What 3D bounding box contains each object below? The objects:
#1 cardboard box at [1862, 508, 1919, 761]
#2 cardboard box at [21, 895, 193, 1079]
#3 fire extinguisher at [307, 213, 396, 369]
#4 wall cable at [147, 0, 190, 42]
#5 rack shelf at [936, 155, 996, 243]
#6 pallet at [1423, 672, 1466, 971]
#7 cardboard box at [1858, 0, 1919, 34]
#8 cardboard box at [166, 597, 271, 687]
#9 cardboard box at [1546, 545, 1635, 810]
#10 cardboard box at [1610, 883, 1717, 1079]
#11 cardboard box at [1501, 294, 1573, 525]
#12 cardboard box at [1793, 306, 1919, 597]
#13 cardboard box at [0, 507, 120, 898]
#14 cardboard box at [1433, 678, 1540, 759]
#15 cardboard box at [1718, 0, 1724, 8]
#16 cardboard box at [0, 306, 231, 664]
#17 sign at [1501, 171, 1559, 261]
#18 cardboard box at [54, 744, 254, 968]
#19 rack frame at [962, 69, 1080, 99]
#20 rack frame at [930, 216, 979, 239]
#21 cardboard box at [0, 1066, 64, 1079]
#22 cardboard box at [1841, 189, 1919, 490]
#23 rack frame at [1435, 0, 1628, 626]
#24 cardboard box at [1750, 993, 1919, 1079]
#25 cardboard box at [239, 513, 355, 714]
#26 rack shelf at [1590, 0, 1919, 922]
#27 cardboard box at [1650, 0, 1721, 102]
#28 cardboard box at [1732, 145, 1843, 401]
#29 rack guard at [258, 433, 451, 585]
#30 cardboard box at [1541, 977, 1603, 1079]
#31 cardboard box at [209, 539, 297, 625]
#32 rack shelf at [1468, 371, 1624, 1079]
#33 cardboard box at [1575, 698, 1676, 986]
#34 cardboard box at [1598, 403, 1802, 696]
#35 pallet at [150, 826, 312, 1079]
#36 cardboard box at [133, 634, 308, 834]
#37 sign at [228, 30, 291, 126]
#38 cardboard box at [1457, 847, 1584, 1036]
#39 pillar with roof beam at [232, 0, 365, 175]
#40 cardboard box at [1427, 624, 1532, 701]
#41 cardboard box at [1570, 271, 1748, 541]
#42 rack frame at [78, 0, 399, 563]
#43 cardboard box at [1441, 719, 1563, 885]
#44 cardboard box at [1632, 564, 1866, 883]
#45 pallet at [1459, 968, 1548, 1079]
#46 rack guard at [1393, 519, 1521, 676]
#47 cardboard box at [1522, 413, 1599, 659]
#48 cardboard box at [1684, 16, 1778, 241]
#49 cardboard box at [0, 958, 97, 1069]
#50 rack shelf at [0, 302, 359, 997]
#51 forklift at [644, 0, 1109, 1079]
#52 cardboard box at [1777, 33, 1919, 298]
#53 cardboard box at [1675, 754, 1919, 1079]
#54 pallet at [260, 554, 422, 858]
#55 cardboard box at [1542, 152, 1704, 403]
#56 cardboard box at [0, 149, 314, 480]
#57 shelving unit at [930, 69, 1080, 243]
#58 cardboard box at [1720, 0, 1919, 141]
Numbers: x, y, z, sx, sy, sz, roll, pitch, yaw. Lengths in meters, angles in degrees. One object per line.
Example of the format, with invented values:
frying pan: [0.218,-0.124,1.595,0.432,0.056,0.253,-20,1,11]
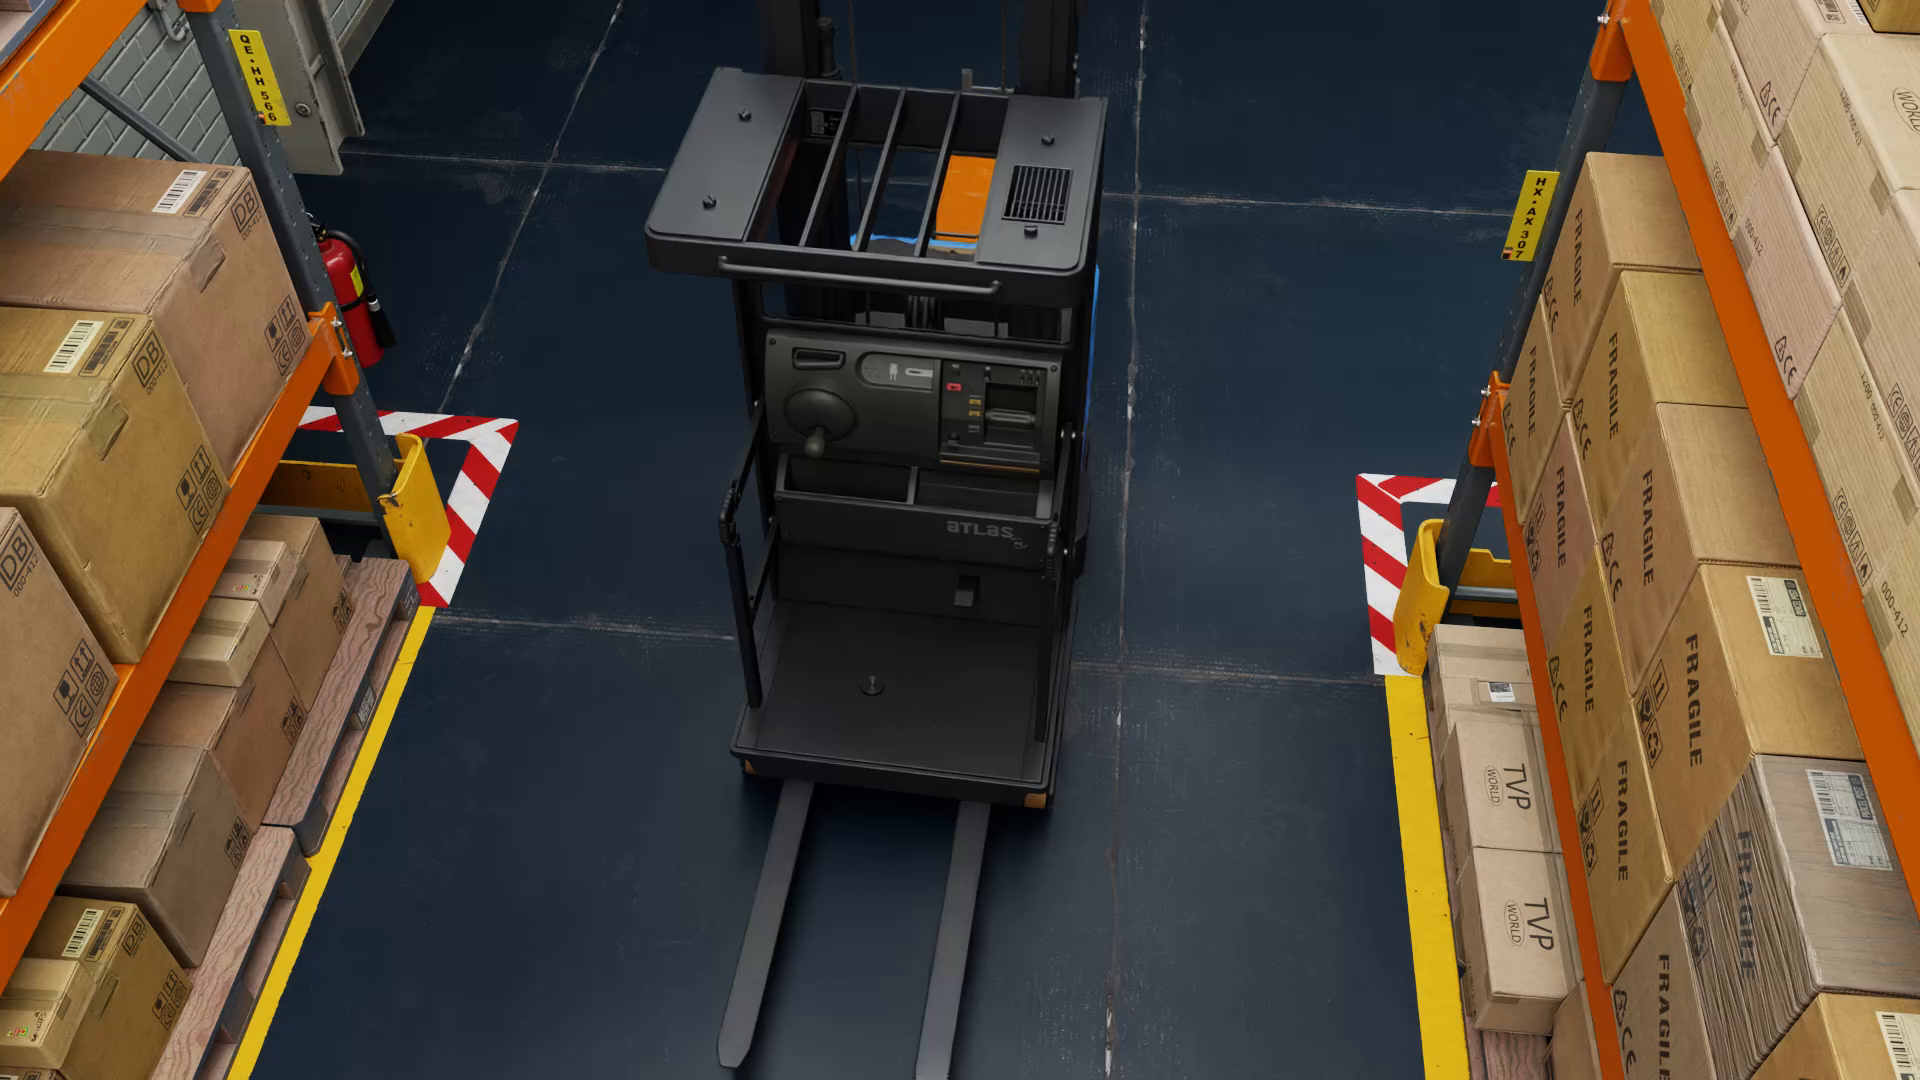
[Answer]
cardboard box: [1.773,0.220,2.585,0.500,0.250,0.500,4,48,4]
cardboard box: [-2.765,1.375,4.869,0.700,0.500,0.500,5,48,4]
fire extinguisher: [-2.195,-0.906,5.851,0.296,0.674,0.183,4,48,4]
wall cable: [-3.494,-2.325,6.155,0.084,1.984,1.851,4,48,4]
rack shelf: [0.184,-1.408,6.879,0.538,0.278,1.000,6,48,6]
pallet: [2.186,0.936,5.751,1.003,0.211,1.213,4,48,4]
cardboard box: [2.104,-1.291,3.120,0.700,0.500,0.500,4,48,4]
cardboard box: [-2.486,0.321,5.394,0.380,0.149,0.250,5,48,5]
cardboard box: [1.871,0.375,4.306,0.500,0.500,0.500,4,48,3]
cardboard box: [1.780,1.117,3.628,0.500,0.500,0.500,5,48,4]
cardboard box: [1.962,-0.373,4.990,0.500,0.500,0.500,5,48,4]
cardboard box: [1.823,-0.147,2.920,0.500,0.250,0.500,4,48,4]
cardboard box: [-2.839,0.391,4.156,0.980,0.700,0.700,2,48,2]
cardboard box: [1.862,0.629,5.764,0.380,0.166,0.250,4,48,4]
cardboard box: [1.959,-1.418,3.744,0.500,0.250,0.500,4,48,4]
cardboard box: [-2.760,-0.168,4.668,0.980,0.700,0.700,4,48,3]
sign: [1.724,-0.976,5.023,0.100,0.325,0.005,4,48,4]
cardboard box: [-2.724,0.983,5.228,0.700,0.500,0.500,2,48,2]
rack frame: [0.257,-1.582,7.434,0.500,1.125,0.032,6,48,6]
rack frame: [0.112,-0.839,6.755,0.500,1.125,0.032,6,48,6]
cardboard box: [-2.814,1.752,4.524,0.700,0.500,0.500,3,48,3]
cardboard box: [1.817,-0.316,2.736,0.500,0.250,0.500,4,48,4]
rack frame: [2.265,-0.647,5.309,1.000,3.000,0.127,4,48,4]
cardboard box: [1.732,1.155,2.915,0.500,0.500,0.500,3,48,3]
cardboard box: [-2.633,0.245,5.902,0.700,0.500,0.500,4,48,4]
rack shelf: [2.082,0.053,3.124,1.077,0.370,4.000,4,48,4]
cardboard box: [1.965,-1.249,3.928,0.500,0.250,0.500,4,48,4]
cardboard box: [1.862,-0.515,3.257,0.500,0.250,0.500,4,48,4]
rack guard: [-2.666,-0.152,6.550,1.175,0.500,0.348,4,48,4]
cardboard box: [2.066,1.605,4.643,0.797,0.503,0.637,4,48,4]
cardboard box: [-2.463,0.133,5.565,0.380,0.149,0.250,3,48,3]
rack shelf: [2.082,1.065,4.231,1.077,0.370,4.000,4,48,4]
cardboard box: [1.824,0.742,3.970,0.500,0.500,0.500,4,48,4]
cardboard box: [1.871,0.042,3.934,0.500,0.500,0.500,4,48,4]
pallet: [-2.777,1.450,5.281,1.003,0.211,1.213,4,48,4]
cardboard box: [-2.678,0.613,5.566,0.700,0.500,0.500,4,48,3]
sign: [-2.130,-1.402,5.054,0.100,0.325,0.005,4,48,4]
cardboard box: [1.842,1.247,5.142,0.500,0.250,0.500,4,48,4]
pillar with roof beam: [1.003,-4.755,5.001,9.100,9.000,0.400,4,48,4]
cardboard box: [1.884,0.451,5.939,0.380,0.149,0.250,4,48,4]
cardboard box: [1.922,-0.326,4.270,0.500,0.500,0.500,4,48,4]
rack frame: [-2.669,-0.978,5.612,1.000,3.000,0.127,4,48,4]
cardboard box: [1.887,0.880,5.478,0.500,0.250,0.500,4,48,4]
cardboard box: [1.826,0.415,3.592,0.500,0.500,0.500,3,48,3]
pallet: [2.072,1.830,4.934,1.003,0.211,1.213,4,48,4]
rack guard: [2.258,0.252,6.181,1.175,0.500,0.348,4,48,4]
cardboard box: [1.920,0.007,4.643,0.500,0.500,0.500,3,48,3]
cardboard box: [1.906,-0.882,3.593,0.500,0.250,0.500,4,48,4]
cardboard box: [-2.603,1.279,4.517,0.380,0.149,0.250,3,48,2]
rack shelf: [-2.851,0.735,4.533,1.077,0.370,4.000,4,48,4]
forklift: [-0.180,-0.328,5.063,1.130,2.935,3.031,6,48,6]
cardboard box: [1.867,-0.683,3.072,0.500,0.250,0.500,4,48,4]
cardboard box: [1.779,0.785,3.254,0.500,0.500,0.500,4,48,4]
pallet: [-2.664,0.556,6.098,1.003,0.211,1.213,4,48,4]
cardboard box: [1.962,-0.710,4.621,0.500,0.500,0.500,5,48,5]
cardboard box: [-2.705,-0.704,5.157,0.980,0.700,0.700,6,48,5]
shelving unit: [0.184,-1.210,7.095,0.538,1.125,1.048,6,48,6]
cardboard box: [1.906,-1.051,3.408,0.500,0.250,0.500,4,48,4]
